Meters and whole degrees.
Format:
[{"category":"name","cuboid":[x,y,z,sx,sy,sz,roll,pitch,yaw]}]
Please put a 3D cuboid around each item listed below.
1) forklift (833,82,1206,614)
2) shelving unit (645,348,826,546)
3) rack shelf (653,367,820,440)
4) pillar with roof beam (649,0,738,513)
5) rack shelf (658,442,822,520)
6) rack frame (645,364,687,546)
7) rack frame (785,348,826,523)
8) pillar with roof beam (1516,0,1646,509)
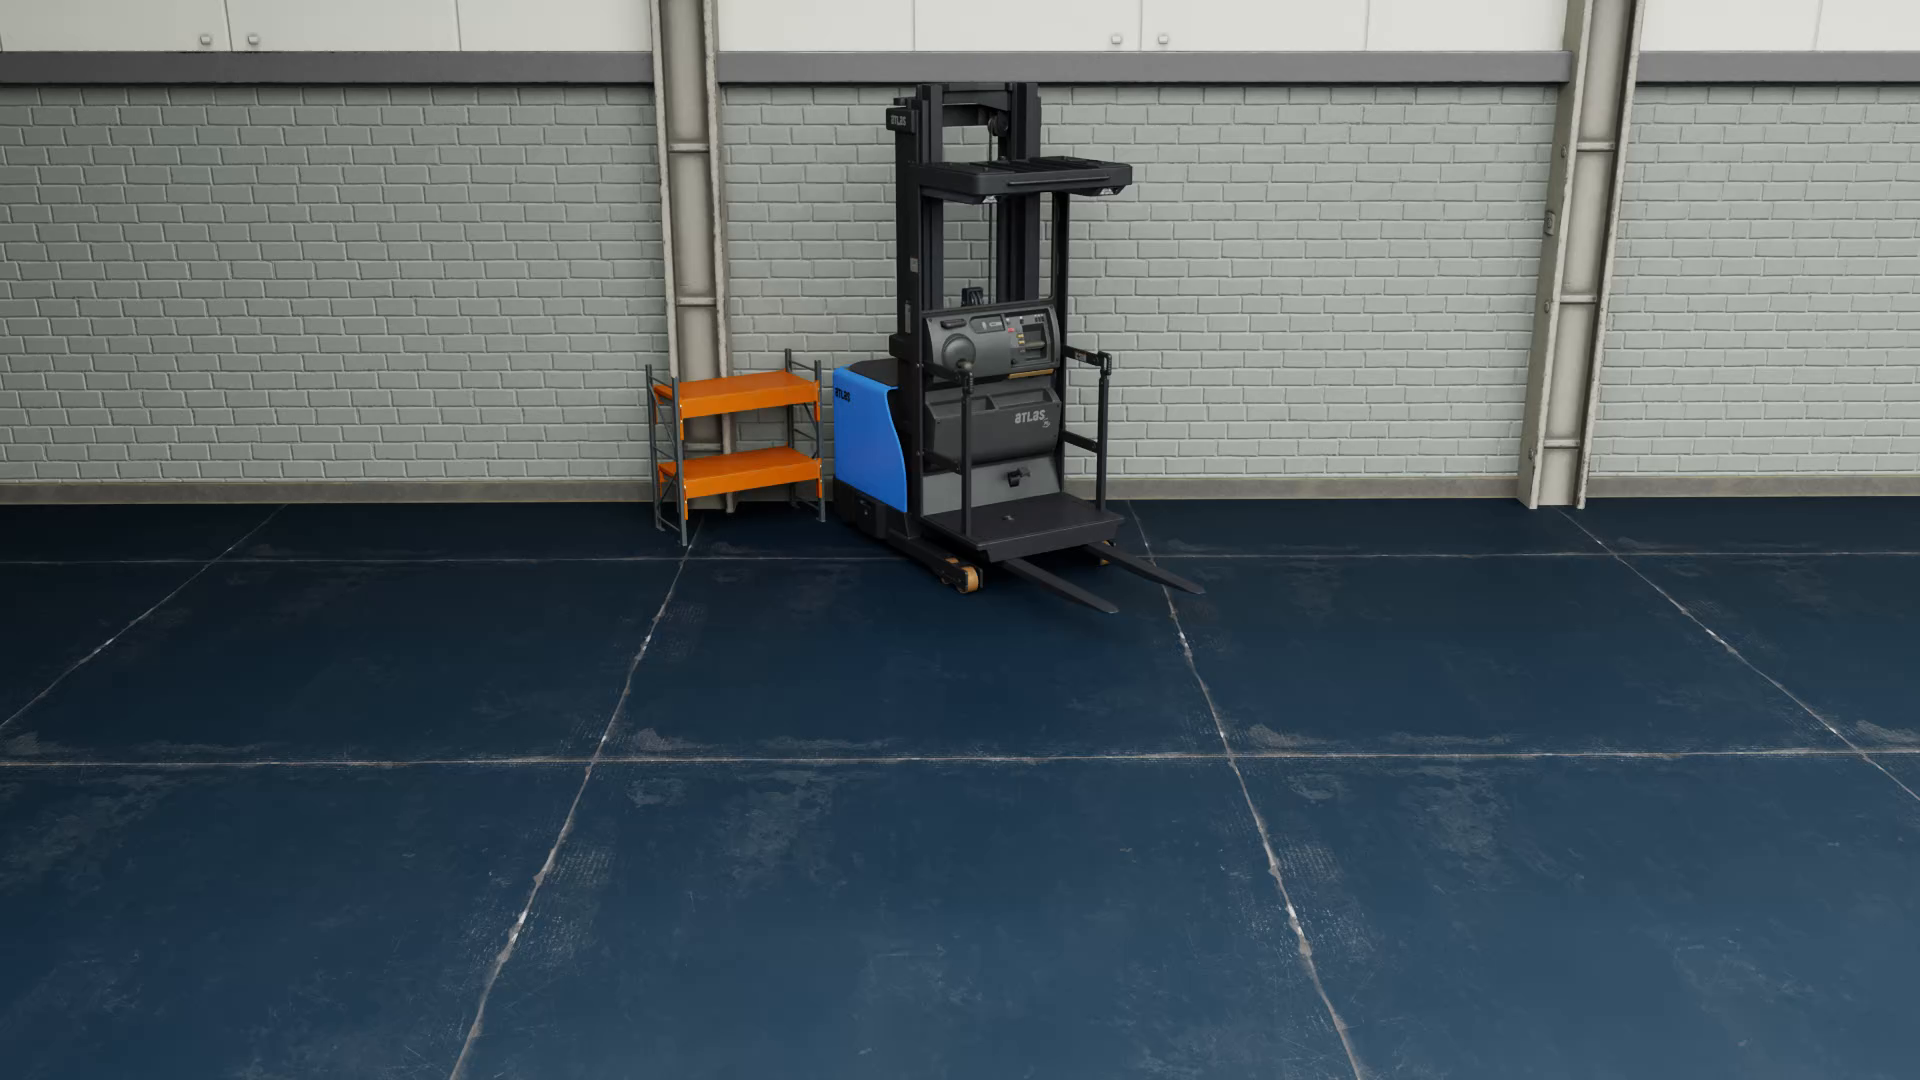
[{"category":"forklift","cuboid":[0.322,-1.233,10.093,1.130,2.935,3.031,-10,21,-30]},{"category":"shelving unit","cuboid":[-1.502,-0.643,11.209,1.048,1.125,0.538,-11,21,-30]},{"category":"rack shelf","cuboid":[-1.502,-0.921,11.120,1.000,0.278,0.538,-11,21,-30]},{"category":"pillar with roof beam","cuboid":[-1.718,-3.210,6.322,0.400,9.000,9.100,0,18,-1]},{"category":"rack shelf","cuboid":[-1.502,-0.410,11.284,1.000,0.278,0.538,-11,21,-30]},{"category":"rack frame","cuboid":[-1.936,-0.562,10.957,0.032,1.125,0.500,-11,21,-30]},{"category":"rack frame","cuboid":[-1.068,-0.723,11.461,0.032,1.125,0.500,-11,21,-30]},{"category":"pillar with roof beam","cuboid":[4.281,-3.239,6.413,0.400,9.000,9.100,0,18,-1]}]
